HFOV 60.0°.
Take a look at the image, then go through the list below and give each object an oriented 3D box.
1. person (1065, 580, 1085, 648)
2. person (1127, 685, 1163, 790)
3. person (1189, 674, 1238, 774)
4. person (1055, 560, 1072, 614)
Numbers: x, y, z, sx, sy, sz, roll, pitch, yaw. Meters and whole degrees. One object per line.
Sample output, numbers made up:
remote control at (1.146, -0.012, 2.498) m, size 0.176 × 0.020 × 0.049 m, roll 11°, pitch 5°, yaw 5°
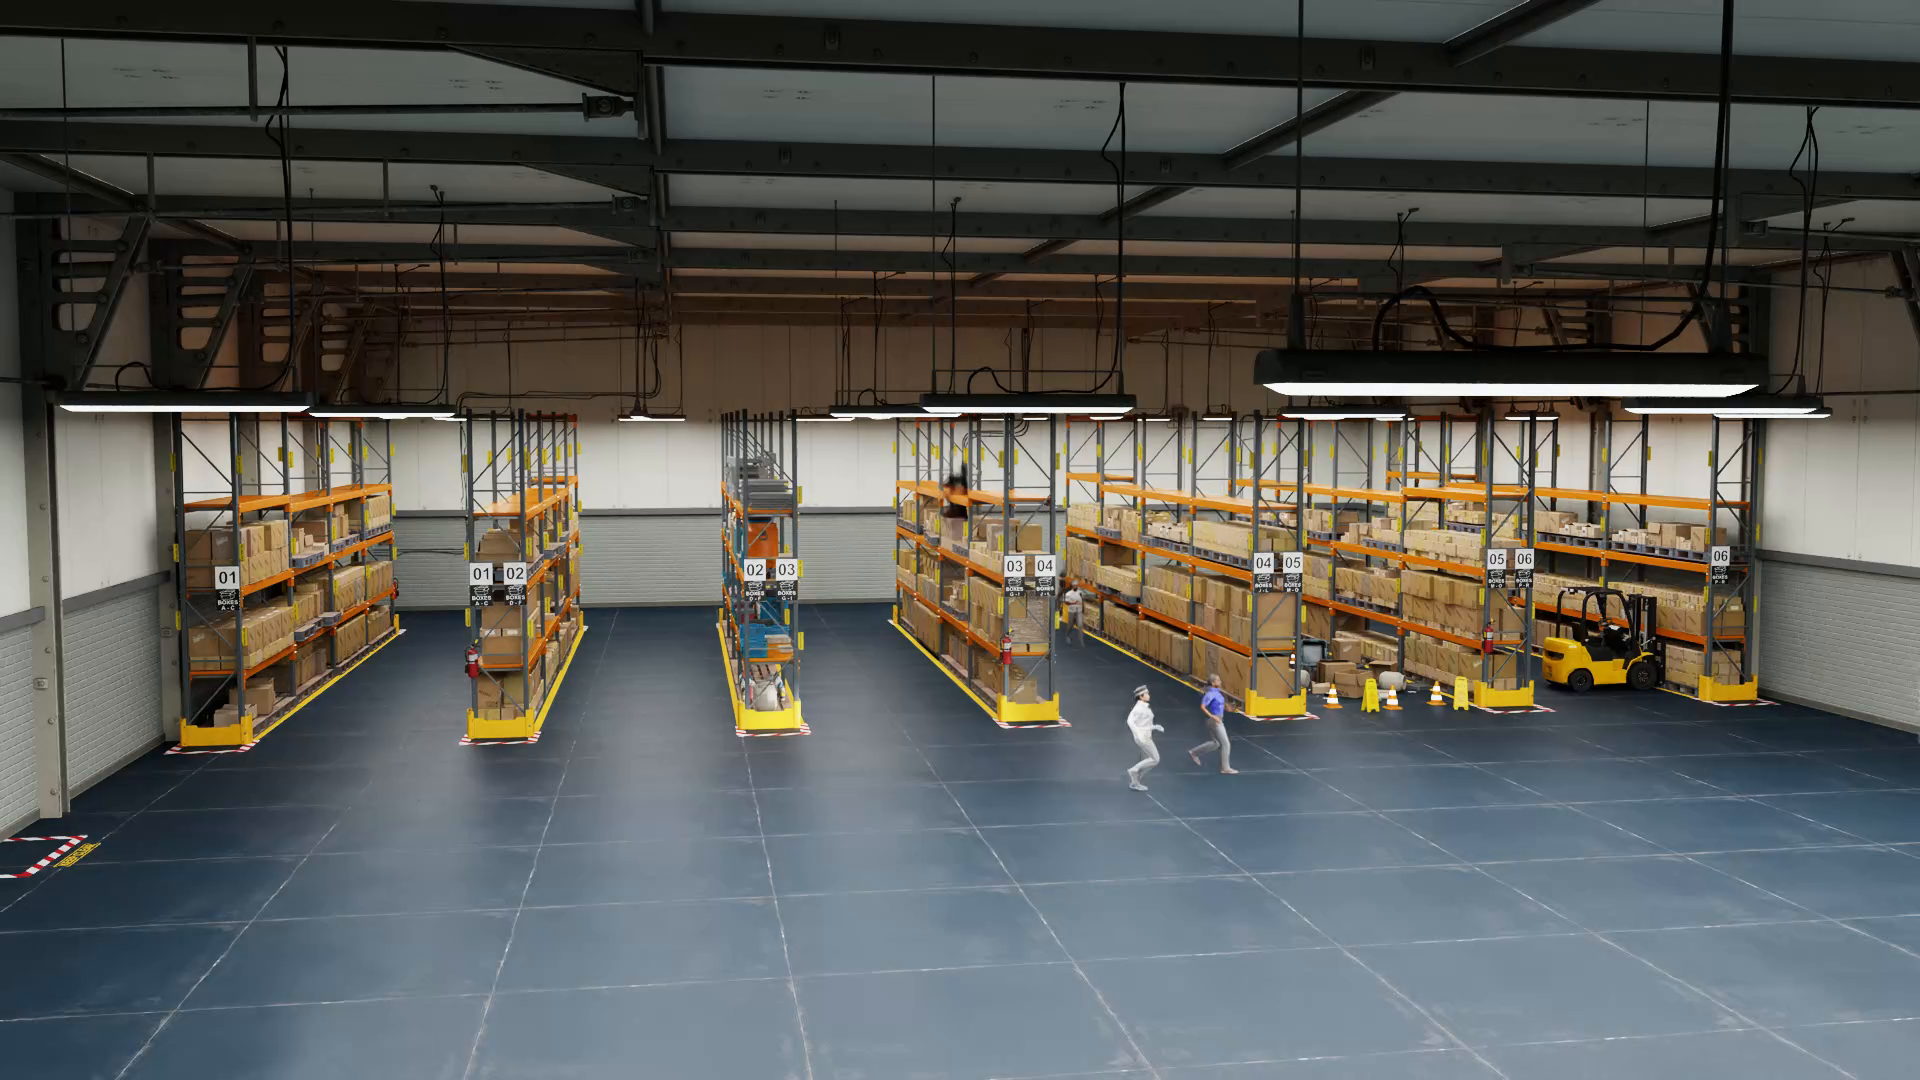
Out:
person at (2.964, 1.876, 42.808) m, size 0.575 × 1.716 × 0.902 m, roll -1°, pitch 4°, yaw -14°
person at (2.907, 3.085, 25.961) m, size 0.535 × 1.659 × 0.605 m, roll 1°, pitch 4°, yaw 13°
person at (4.150, 3.005, 27.261) m, size 0.834 × 1.623 × 0.588 m, roll 1°, pitch 4°, yaw 18°
person at (3.184, 1.436, 49.487) m, size 0.820 × 1.771 × 0.652 m, roll -1°, pitch 4°, yaw -19°
